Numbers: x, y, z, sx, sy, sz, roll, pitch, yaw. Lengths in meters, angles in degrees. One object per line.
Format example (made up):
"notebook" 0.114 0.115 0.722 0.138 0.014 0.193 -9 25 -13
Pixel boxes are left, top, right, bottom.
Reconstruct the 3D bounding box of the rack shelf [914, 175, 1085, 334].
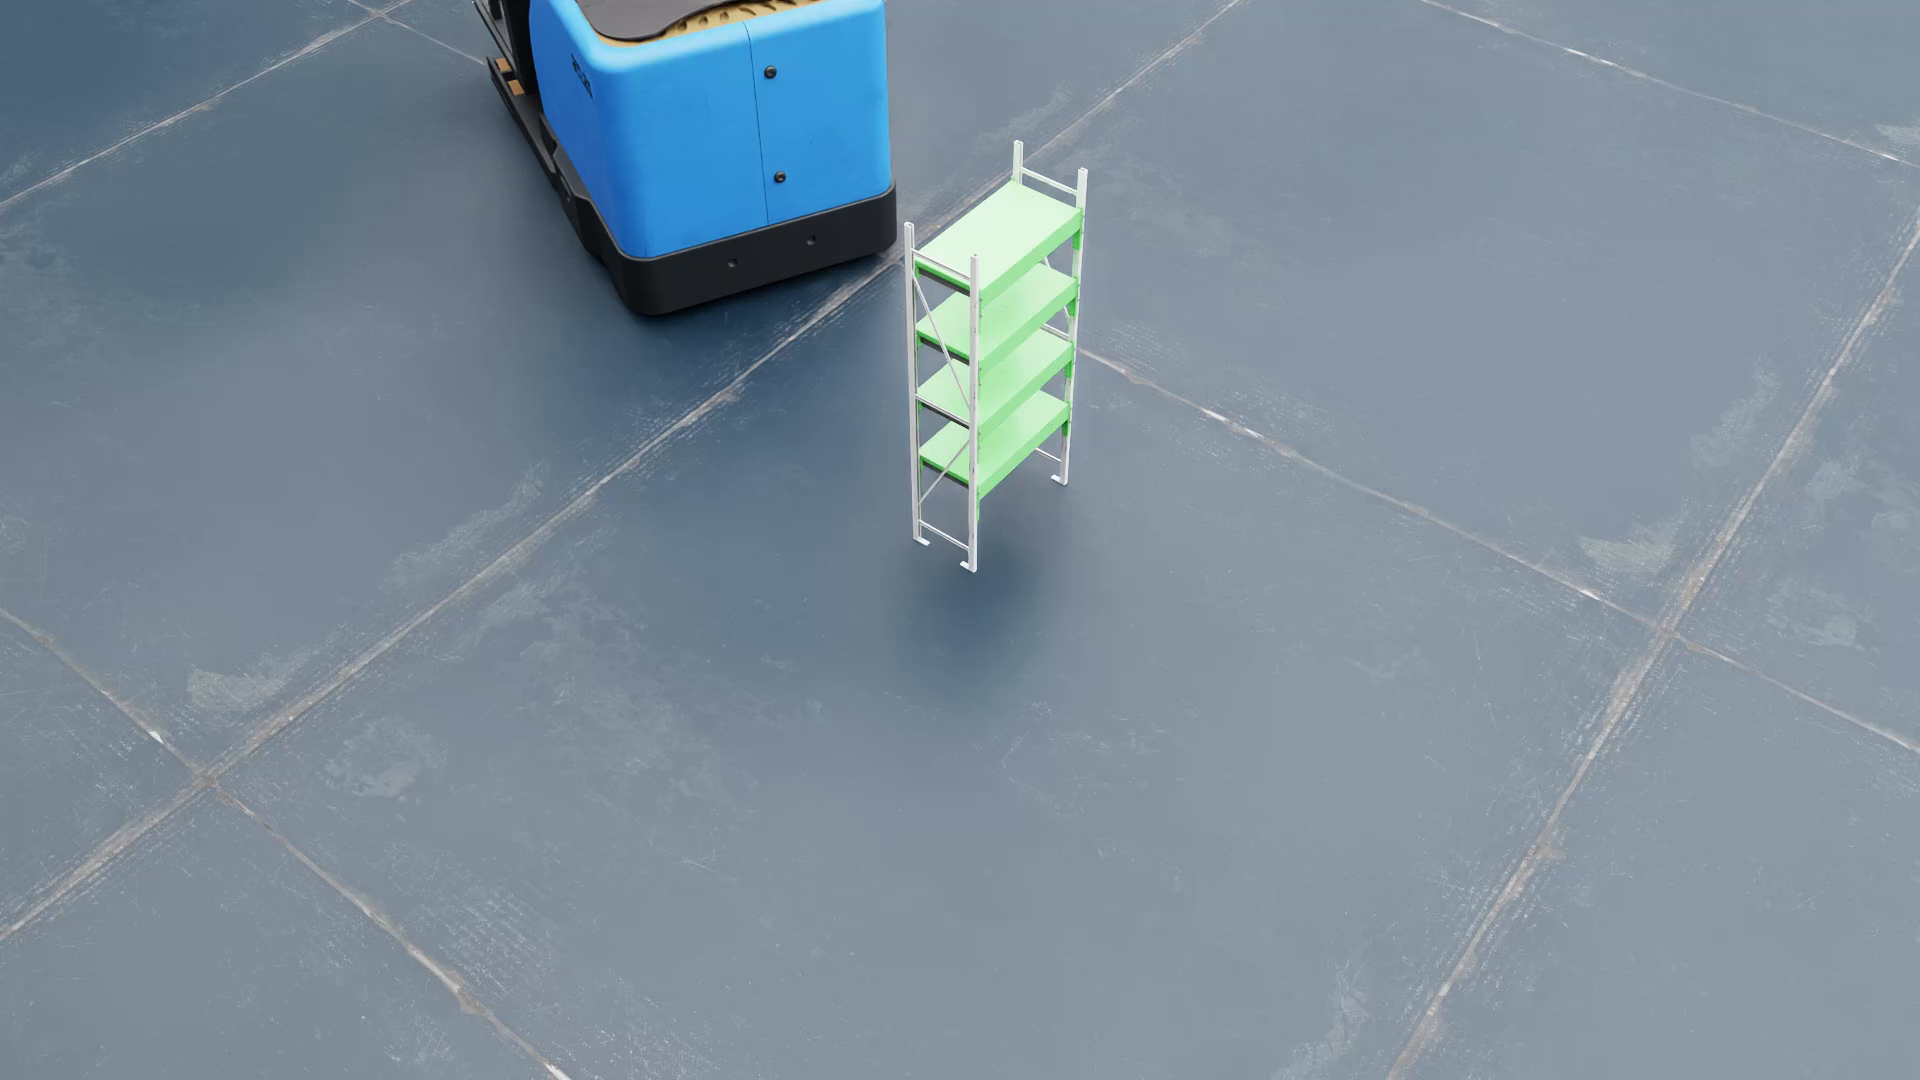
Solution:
"rack shelf" 0.101 -0.797 4.606 0.258 0.148 0.480 29 53 25

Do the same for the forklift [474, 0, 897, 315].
"forklift" -1.332 -2.886 5.980 1.130 2.935 3.031 -19 49 -18

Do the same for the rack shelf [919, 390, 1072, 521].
"rack shelf" 0.101 -0.299 5.126 0.258 0.148 0.480 29 53 25

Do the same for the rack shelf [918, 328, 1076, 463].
"rack shelf" 0.101 -0.465 4.953 0.258 0.148 0.480 29 53 25

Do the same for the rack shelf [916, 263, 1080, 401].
"rack shelf" 0.101 -0.631 4.779 0.258 0.148 0.480 29 53 25

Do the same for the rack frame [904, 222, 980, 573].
"rack frame" -0.048 -0.370 4.773 0.240 1.200 0.015 29 53 25

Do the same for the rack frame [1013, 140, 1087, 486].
"rack frame" 0.250 -0.649 5.040 0.240 1.200 0.015 29 53 25

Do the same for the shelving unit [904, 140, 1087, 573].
"shelving unit" 0.101 -0.509 4.907 0.258 1.200 0.503 29 53 25
